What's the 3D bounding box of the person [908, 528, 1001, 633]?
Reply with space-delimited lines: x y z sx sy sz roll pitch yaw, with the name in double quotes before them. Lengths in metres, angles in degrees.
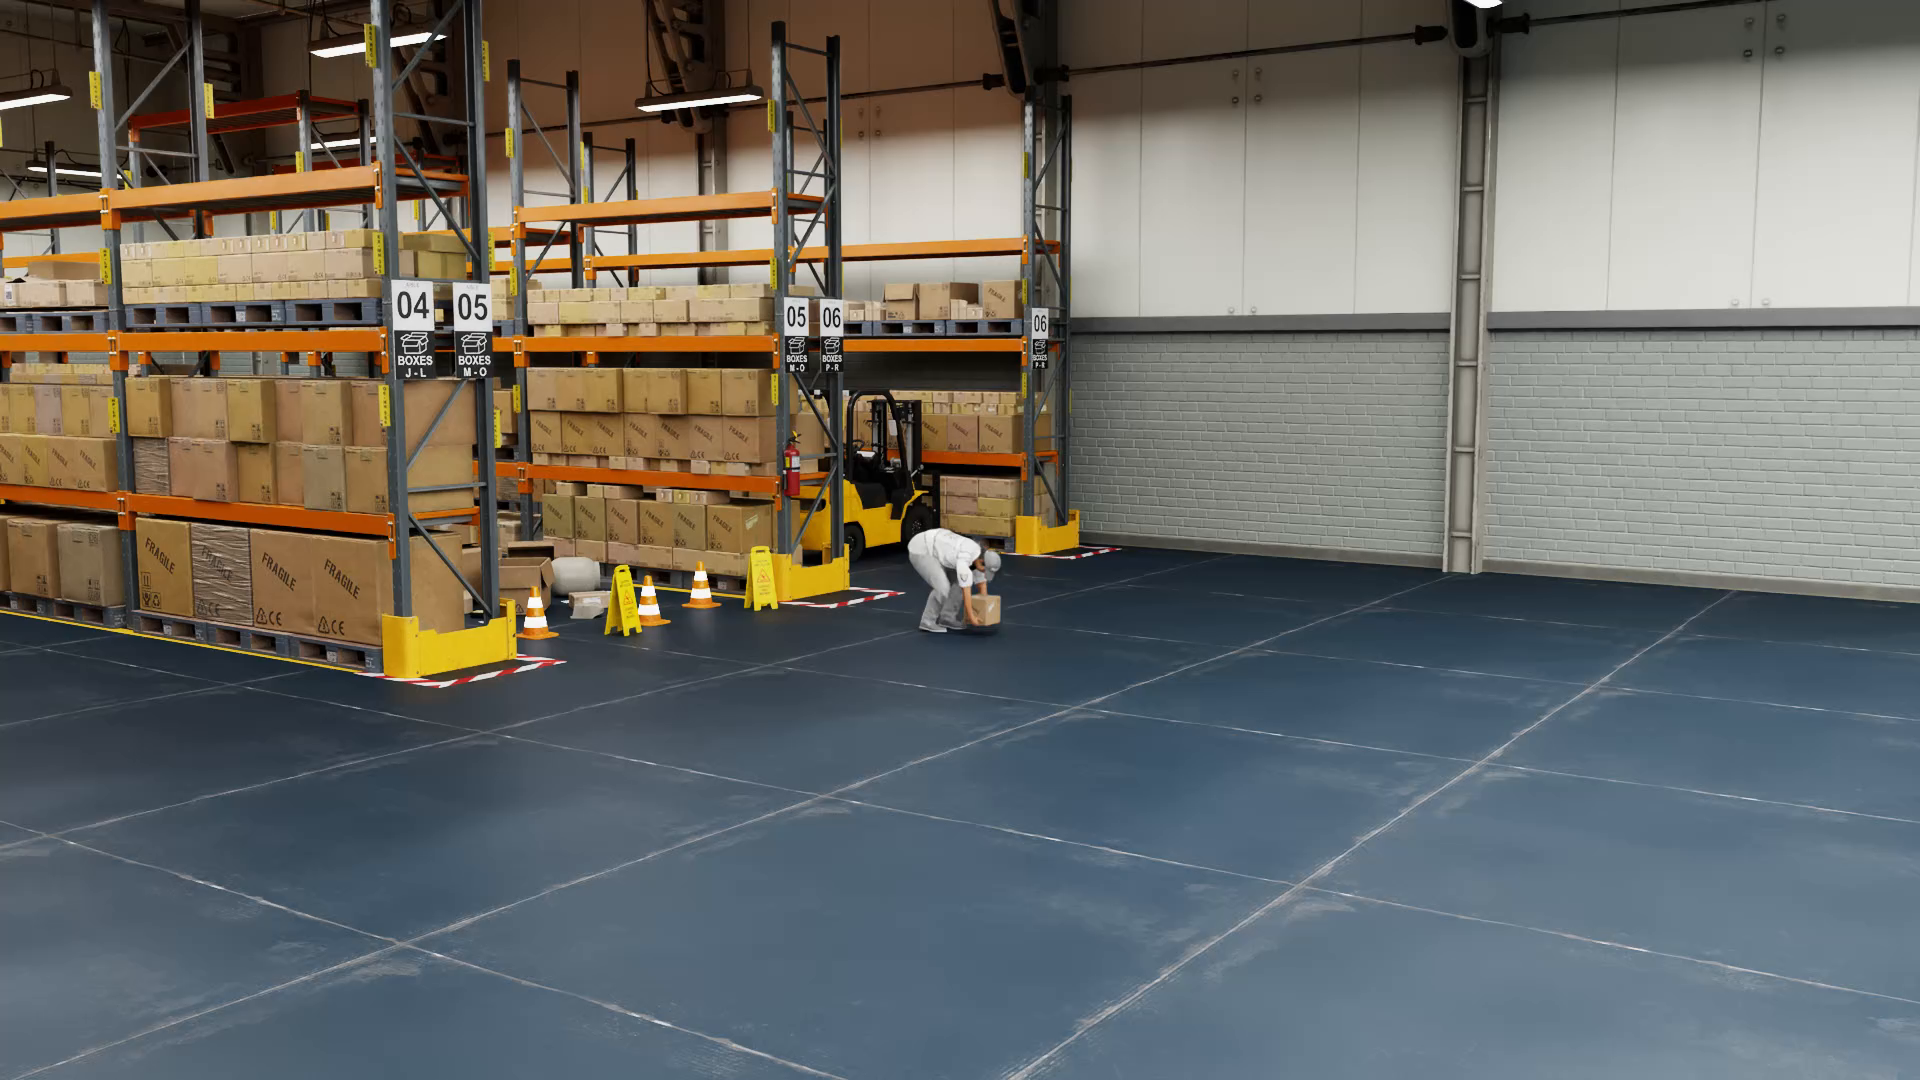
"person" -0.031 0.387 15.692 0.918 0.966 0.496 4 7 31
